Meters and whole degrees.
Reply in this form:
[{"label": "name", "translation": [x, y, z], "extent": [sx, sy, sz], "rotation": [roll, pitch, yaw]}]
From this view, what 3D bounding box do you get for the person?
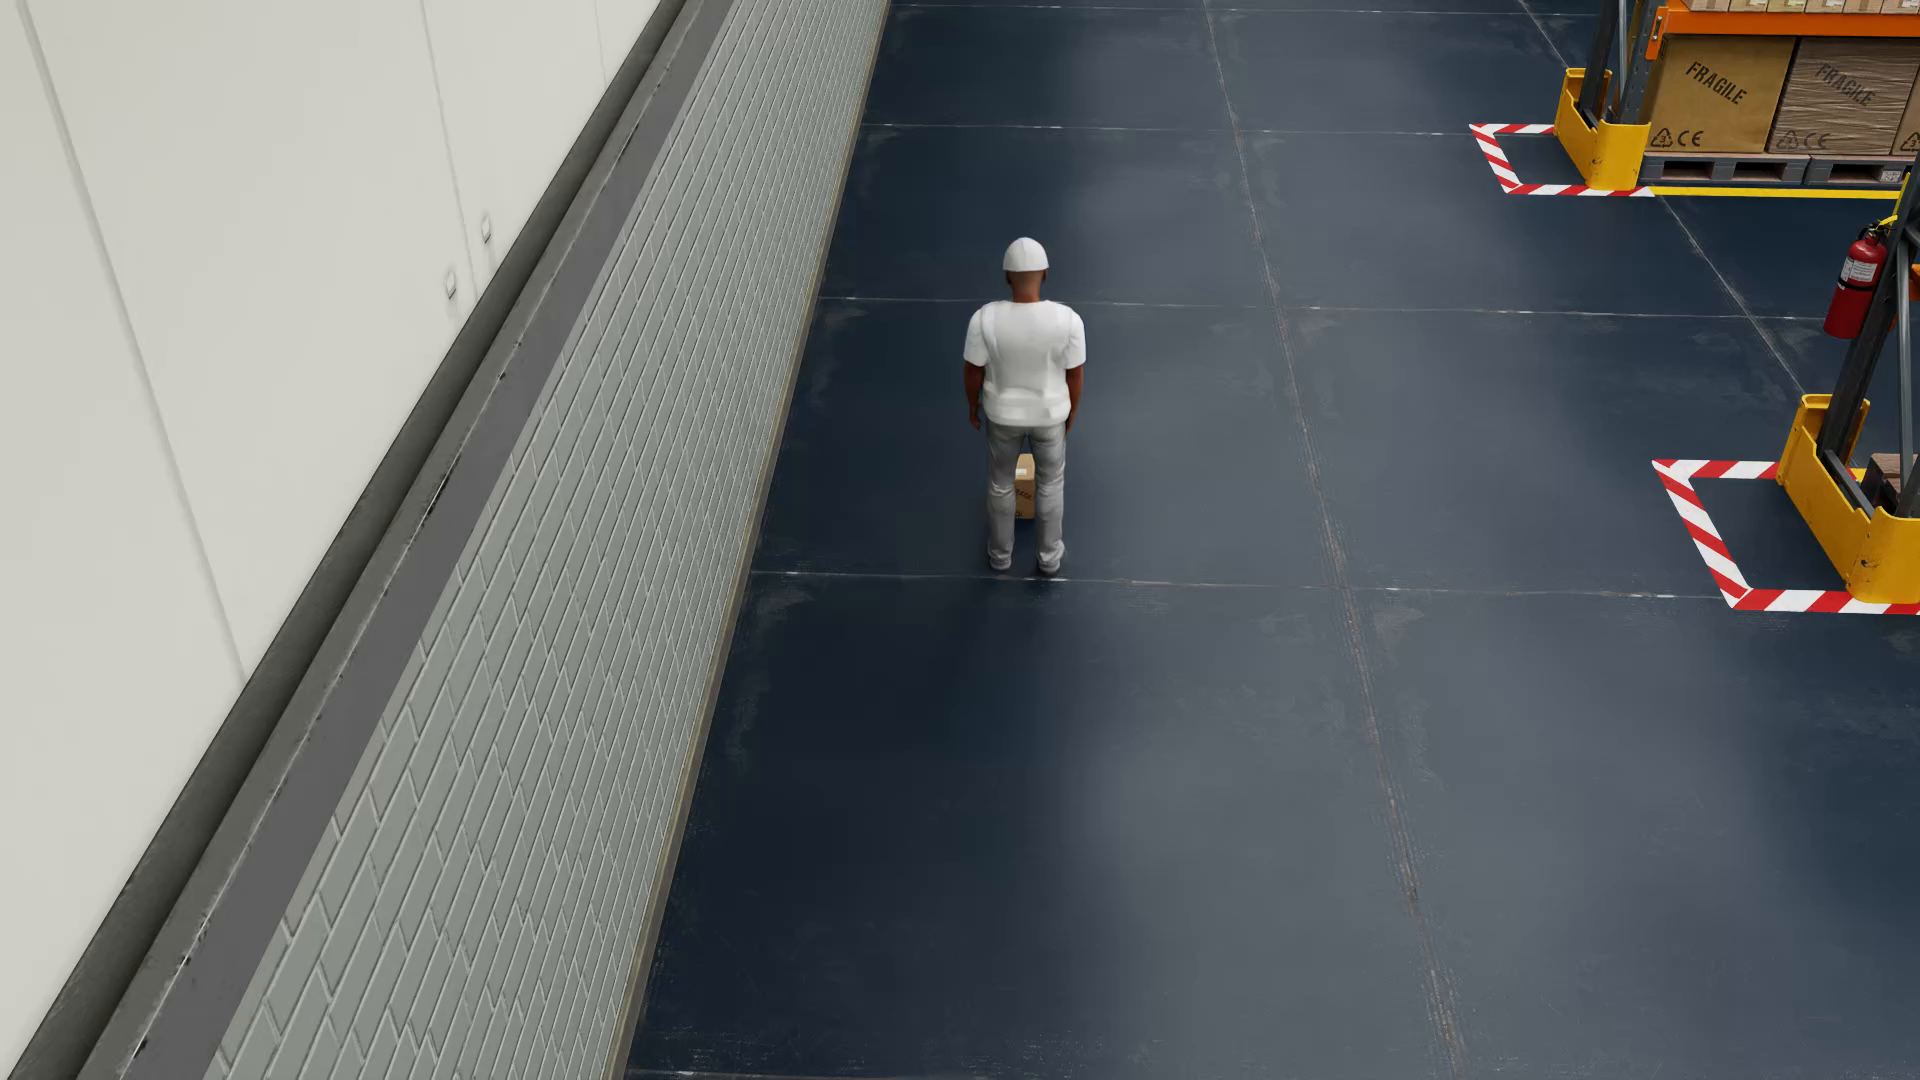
[{"label": "person", "translation": [0.303, -0.624, 7.977], "extent": [0.568, 1.759, 0.368], "rotation": [2, 36, 3]}]
